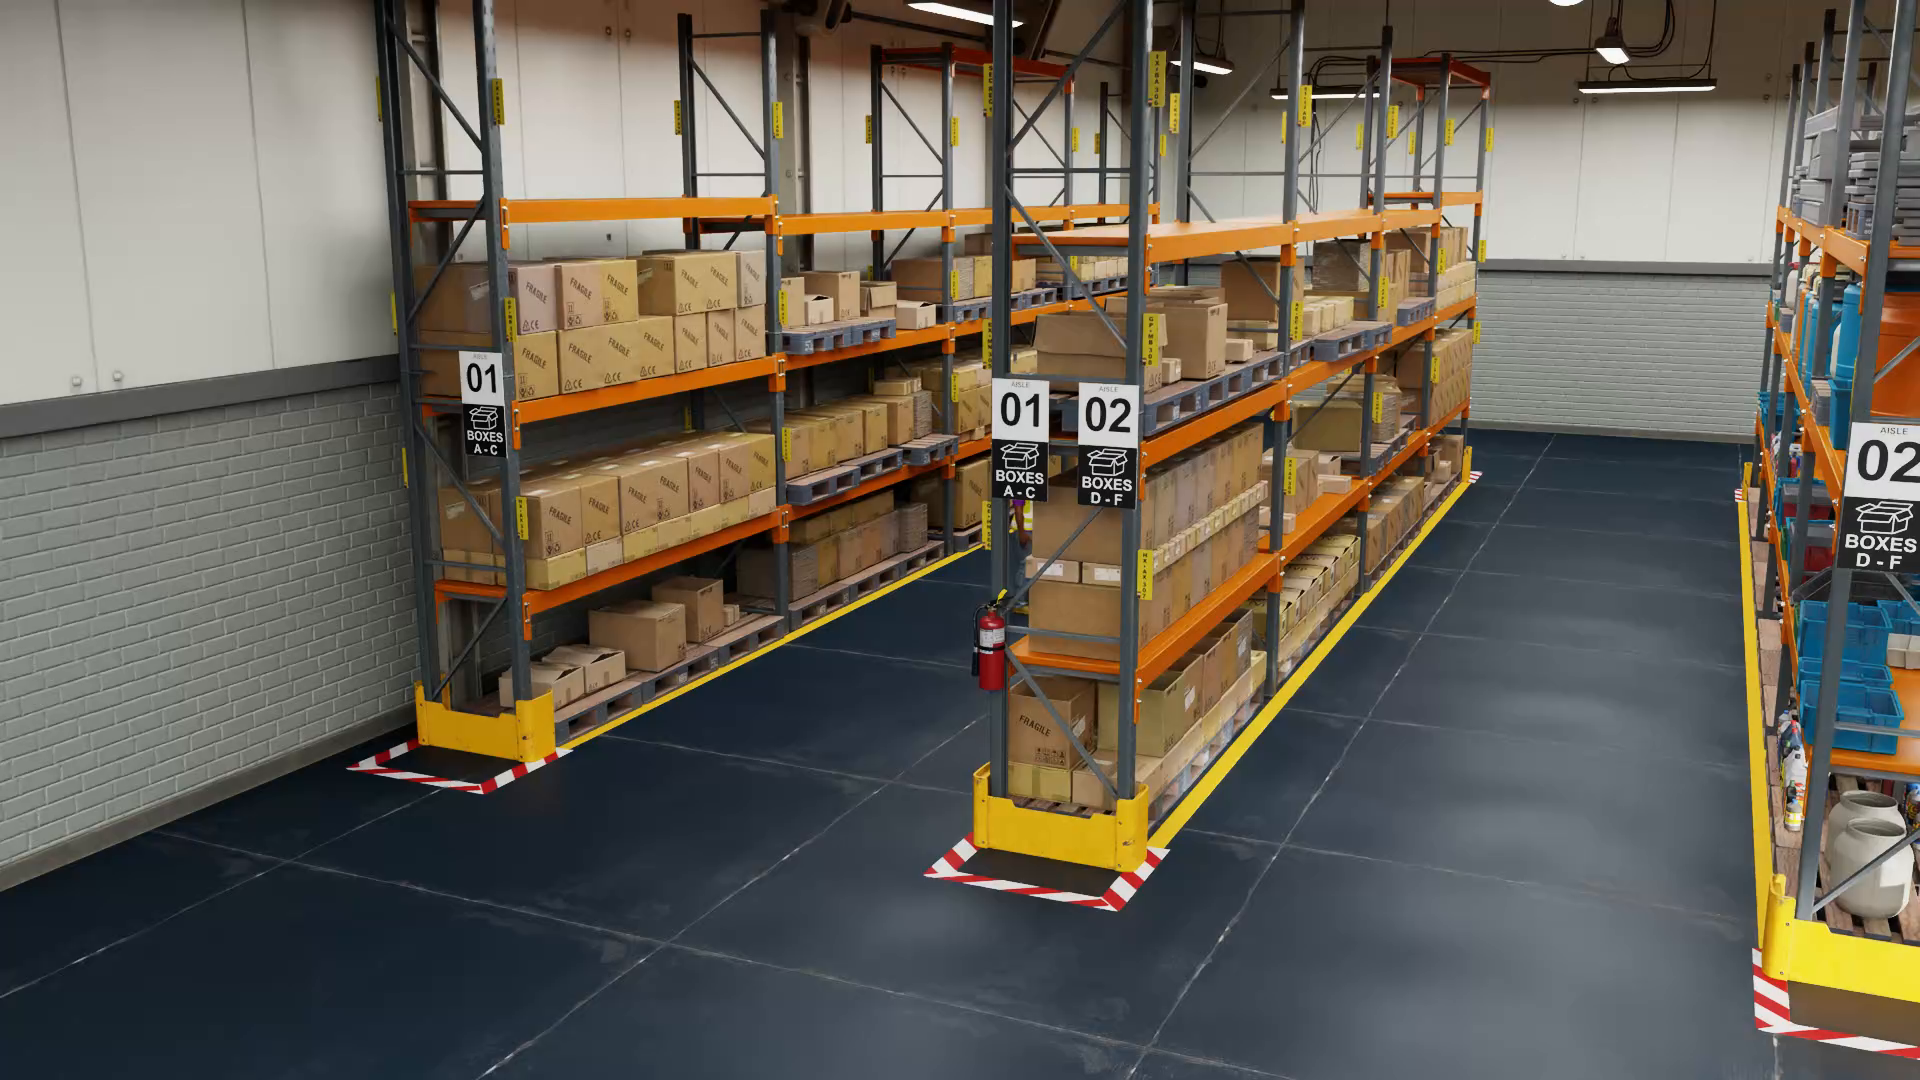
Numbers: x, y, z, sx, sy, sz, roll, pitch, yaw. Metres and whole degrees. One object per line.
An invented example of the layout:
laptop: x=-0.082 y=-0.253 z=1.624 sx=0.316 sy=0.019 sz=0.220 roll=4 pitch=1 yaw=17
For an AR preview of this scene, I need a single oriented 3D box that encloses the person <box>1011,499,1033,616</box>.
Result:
person: x=0.733 y=-0.114 z=17.444 sx=0.364 sy=1.763 sz=0.567 roll=6 pitch=13 yaw=25
